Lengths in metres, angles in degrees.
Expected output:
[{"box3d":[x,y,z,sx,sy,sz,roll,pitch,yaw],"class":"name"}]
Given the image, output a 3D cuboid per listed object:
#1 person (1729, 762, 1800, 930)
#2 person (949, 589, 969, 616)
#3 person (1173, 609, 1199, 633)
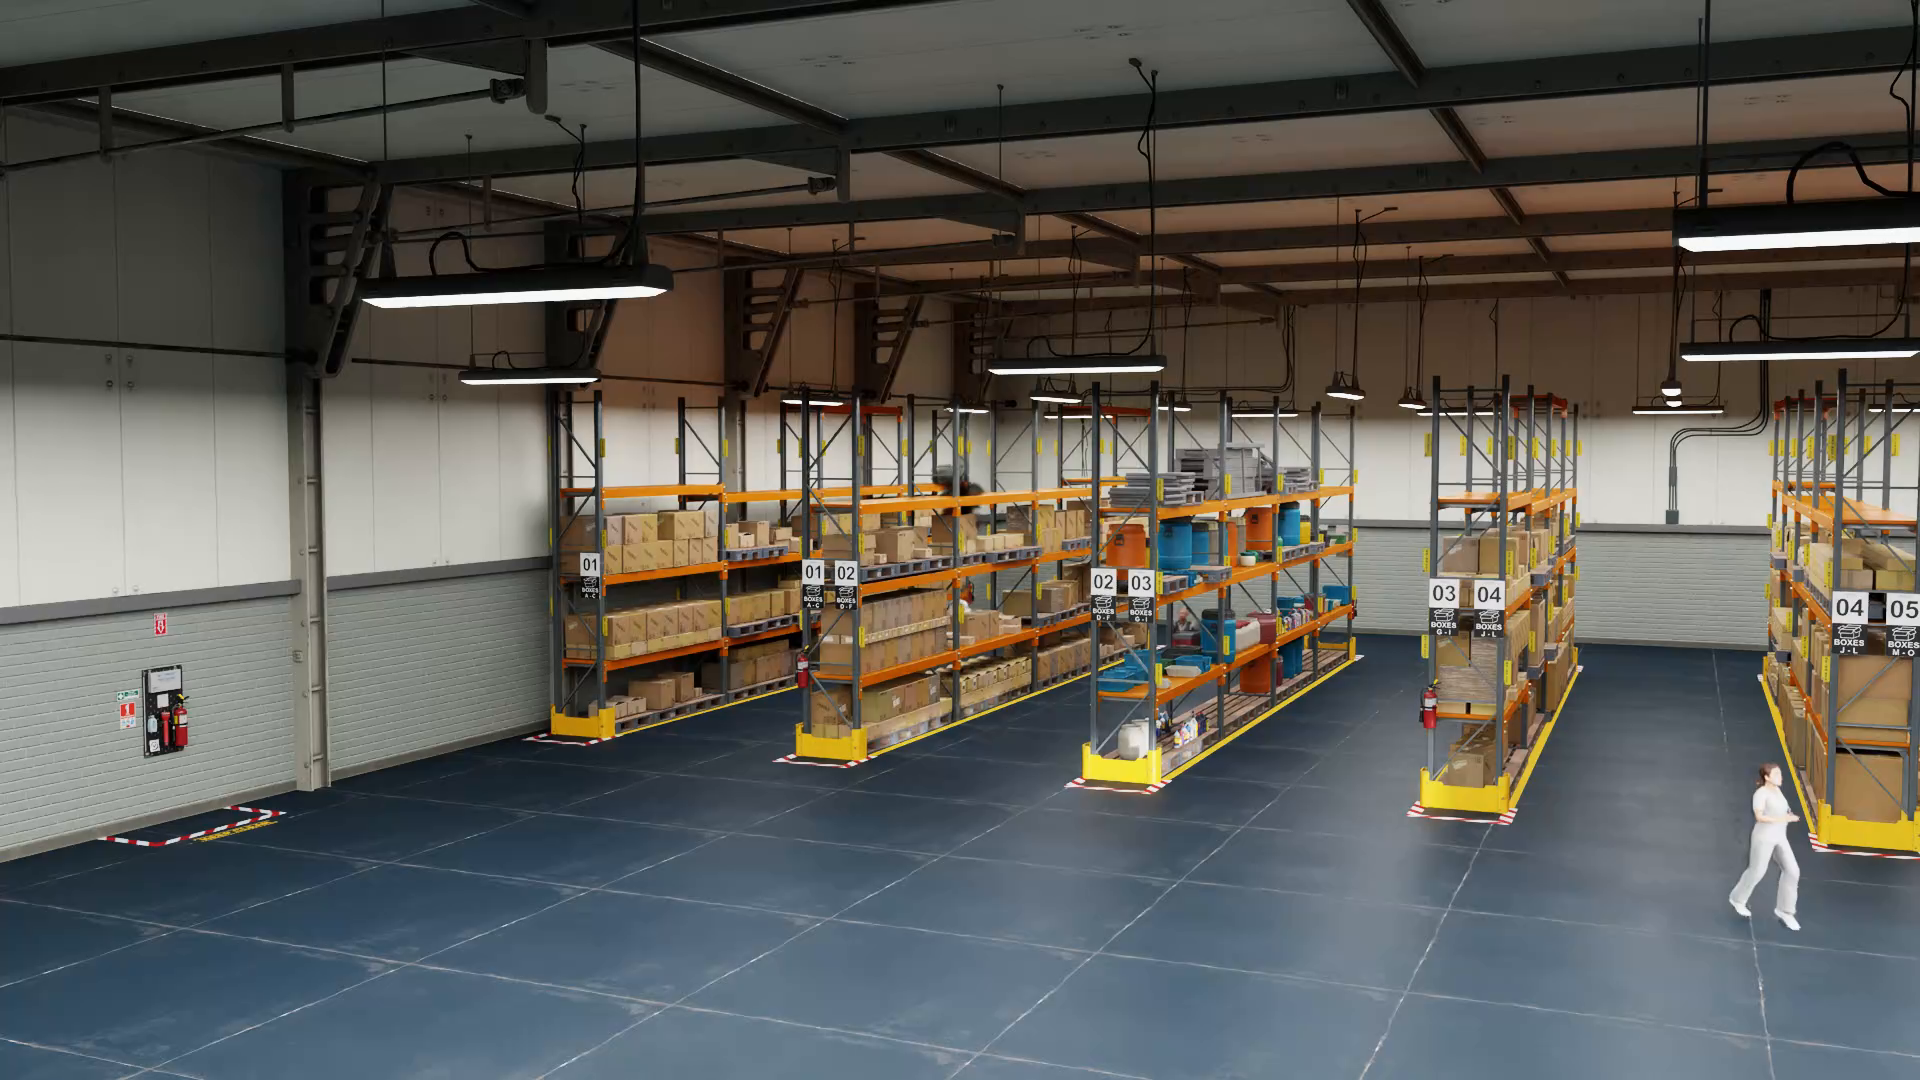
[{"box3d":[8.486,3.192,17.509,0.580,1.731,0.775,-2,4,-29],"class":"person"},{"box3d":[-0.034,1.964,39.198,0.608,1.683,0.943,1,3,19],"class":"person"},{"box3d":[4.562,2.227,34.066,0.671,1.611,0.879,1,3,22],"class":"person"}]
